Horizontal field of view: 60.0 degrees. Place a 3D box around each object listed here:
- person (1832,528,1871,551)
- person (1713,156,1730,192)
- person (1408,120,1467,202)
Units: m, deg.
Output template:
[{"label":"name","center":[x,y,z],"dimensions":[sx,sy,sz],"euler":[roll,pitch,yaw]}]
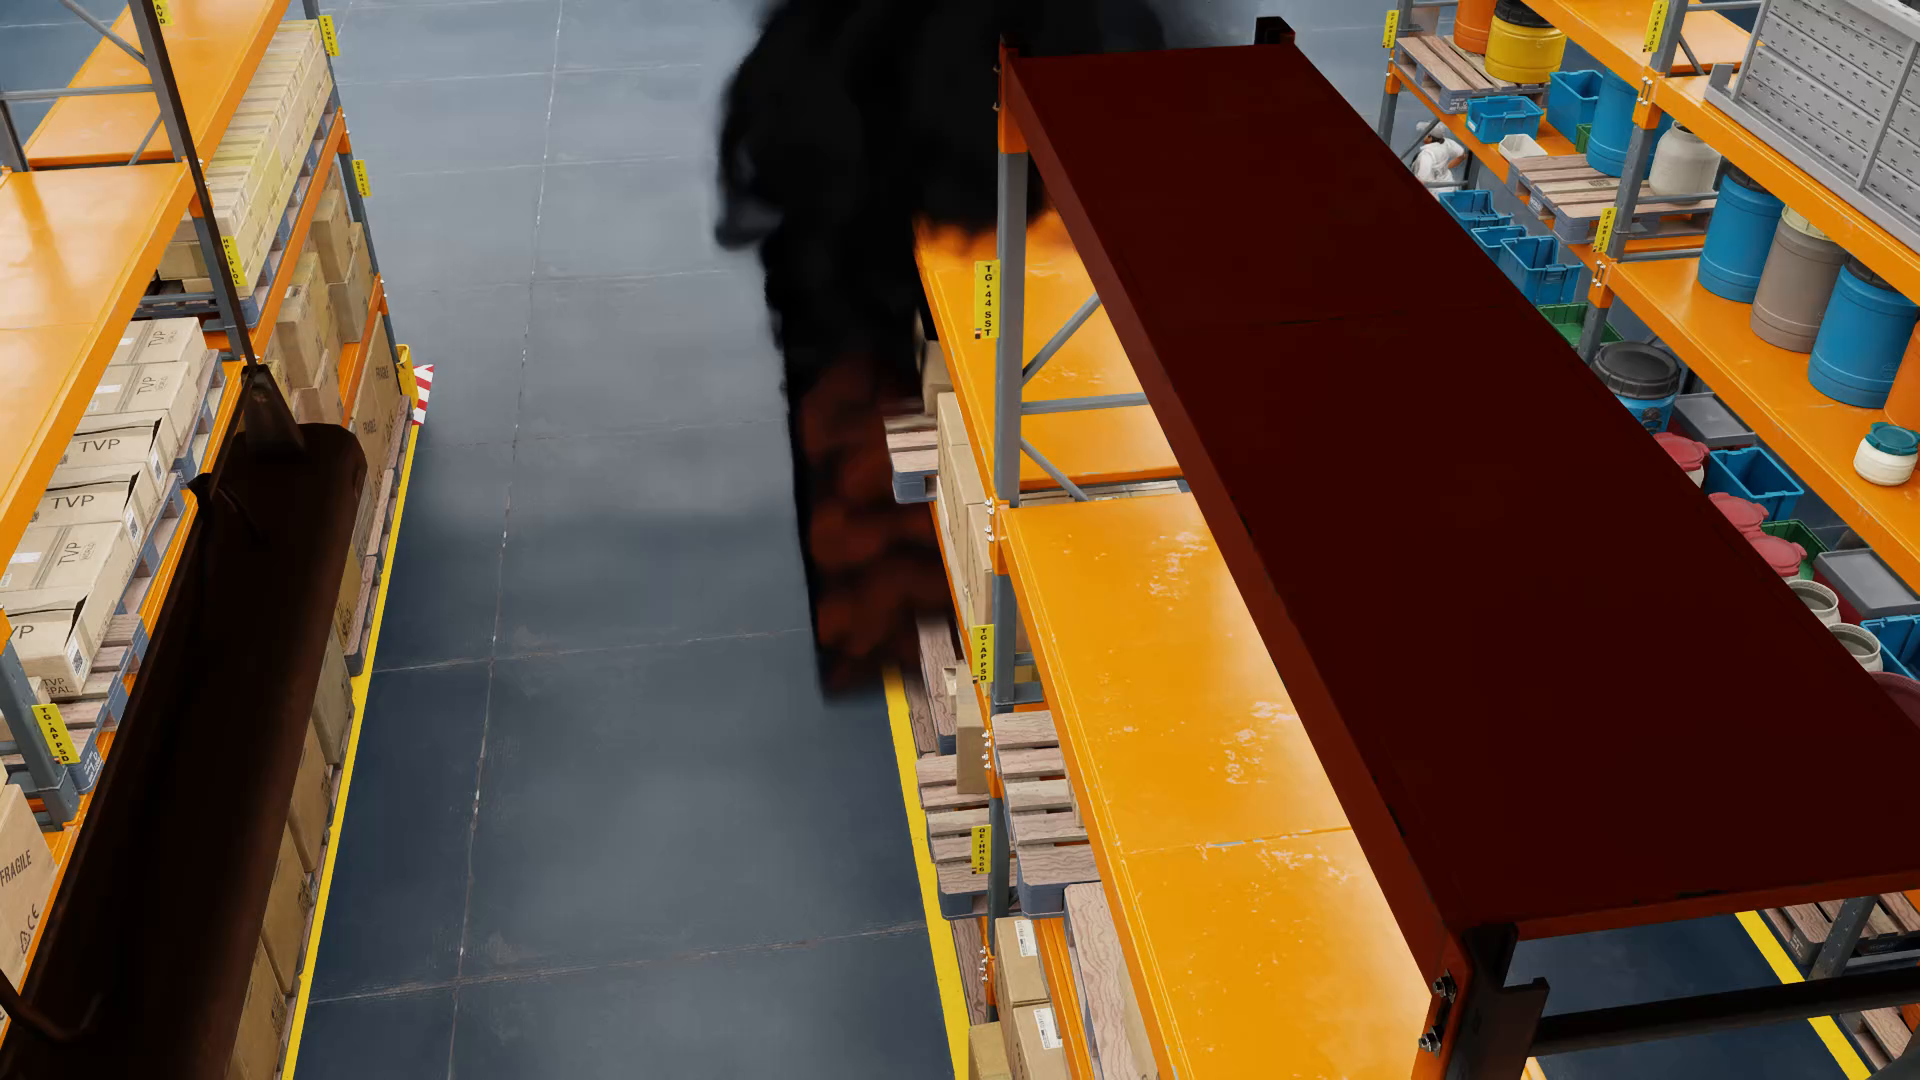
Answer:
[{"label":"person","center":[6.671,-0.037,12.073],"dimensions":[0.592,1.734,0.684],"euler":[-4,36,-5]},{"label":"person","center":[8.432,-4.136,17.714],"dimensions":[0.656,1.719,0.603],"euler":[12,38,16]},{"label":"person","center":[4.794,-3.525,16.883],"dimensions":[0.574,1.593,0.685],"euler":[25,43,30]}]
